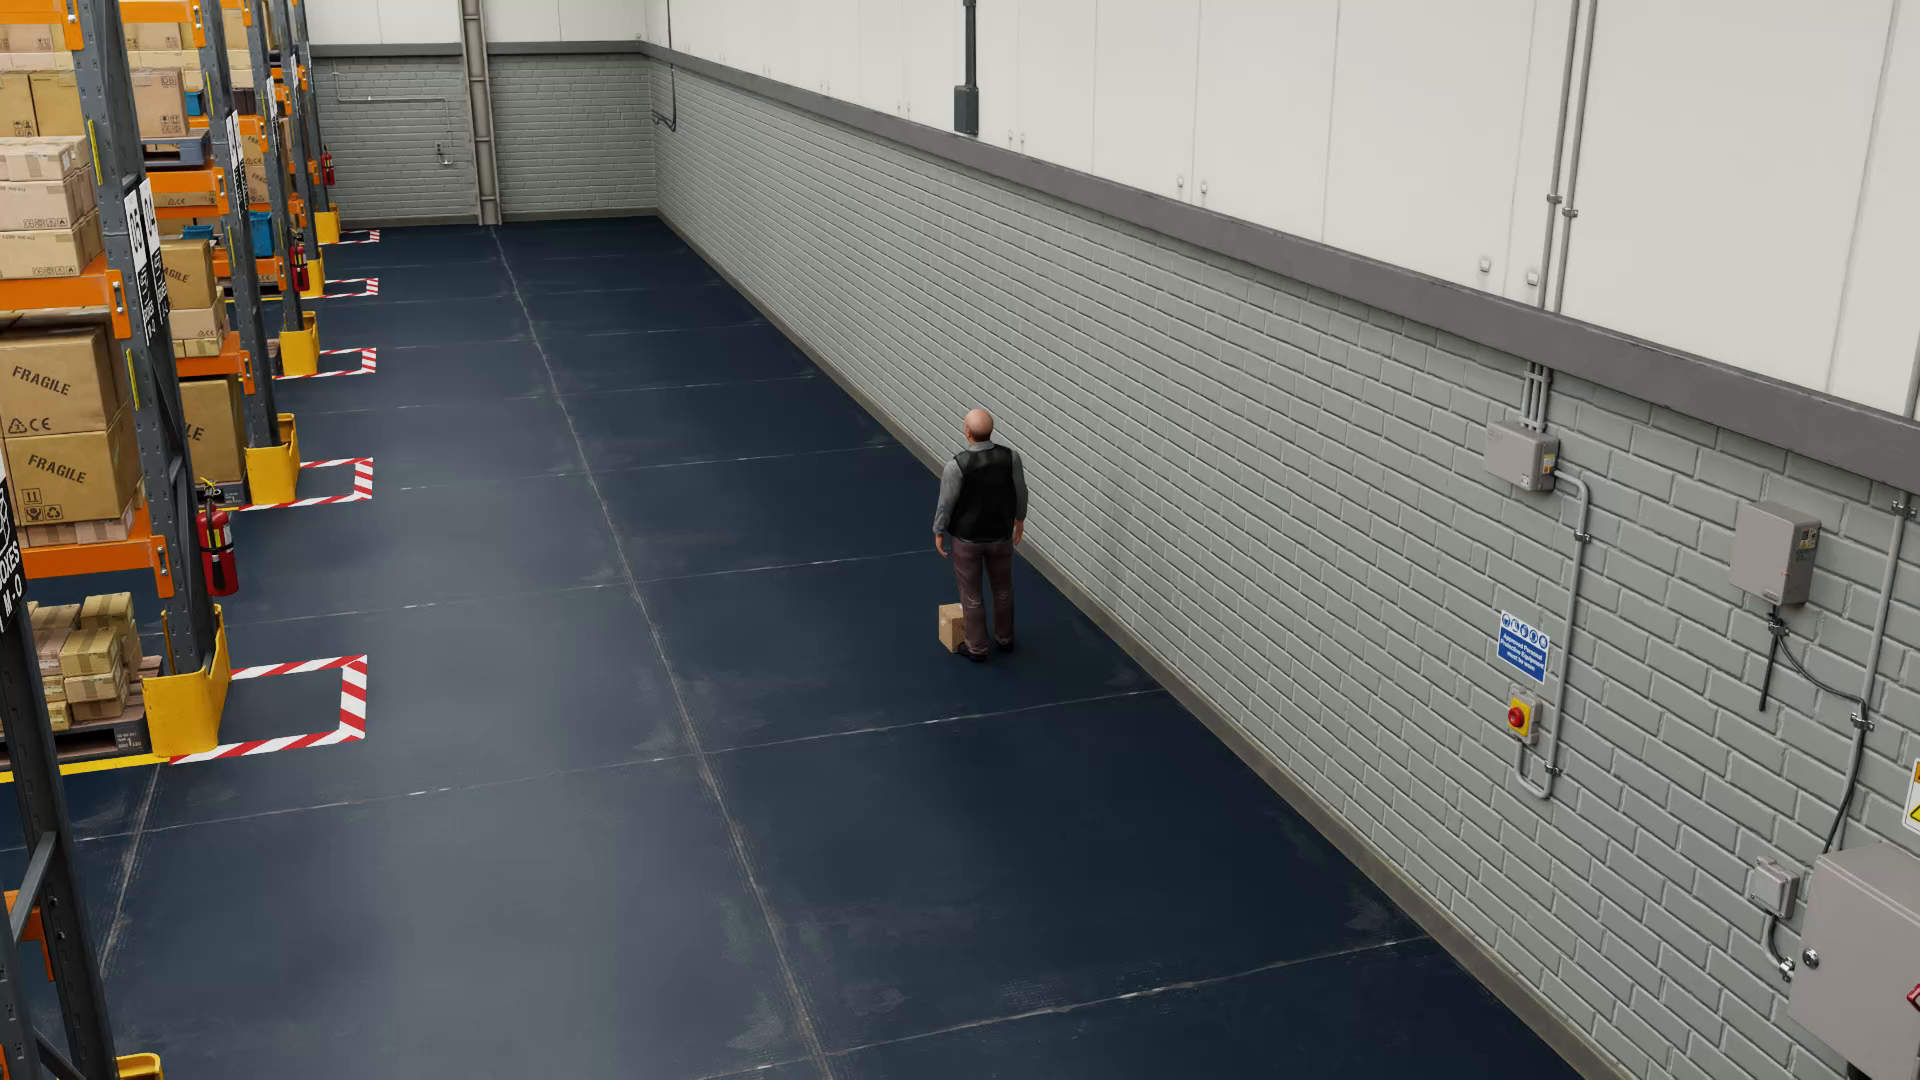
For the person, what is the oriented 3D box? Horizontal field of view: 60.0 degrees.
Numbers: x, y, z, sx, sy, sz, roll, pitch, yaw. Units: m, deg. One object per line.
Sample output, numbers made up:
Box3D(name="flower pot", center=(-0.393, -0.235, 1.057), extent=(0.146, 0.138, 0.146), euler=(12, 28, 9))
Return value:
Box3D(name="person", center=(0.115, -0.049, 10.840), extent=(0.634, 1.723, 0.550), euler=(-6, 20, -17))
